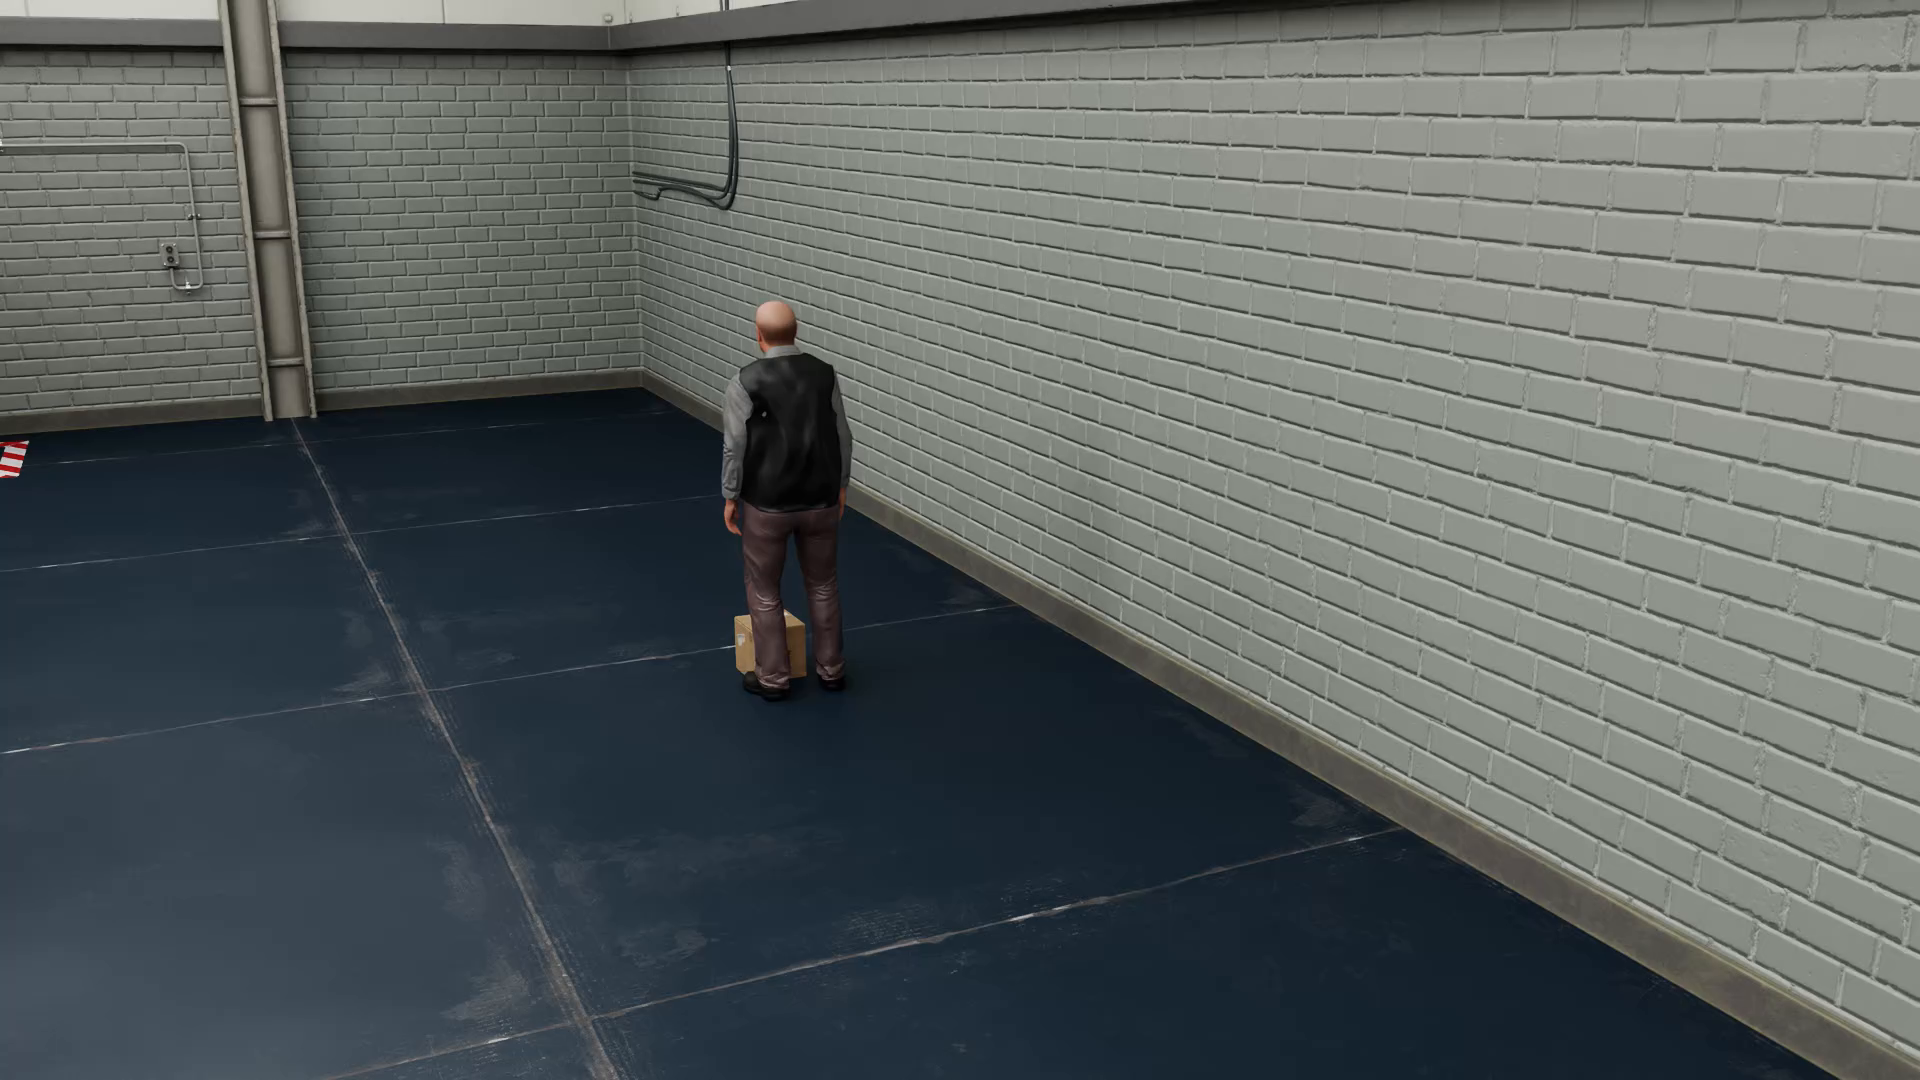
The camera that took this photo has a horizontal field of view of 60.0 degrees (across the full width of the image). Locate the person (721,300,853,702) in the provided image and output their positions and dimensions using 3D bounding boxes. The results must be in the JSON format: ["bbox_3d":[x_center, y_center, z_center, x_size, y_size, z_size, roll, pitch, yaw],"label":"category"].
[{"bbox_3d":[-0.734,-0.160,7.157,0.580,1.721,0.416,-7,17,-24],"label":"person"}]
